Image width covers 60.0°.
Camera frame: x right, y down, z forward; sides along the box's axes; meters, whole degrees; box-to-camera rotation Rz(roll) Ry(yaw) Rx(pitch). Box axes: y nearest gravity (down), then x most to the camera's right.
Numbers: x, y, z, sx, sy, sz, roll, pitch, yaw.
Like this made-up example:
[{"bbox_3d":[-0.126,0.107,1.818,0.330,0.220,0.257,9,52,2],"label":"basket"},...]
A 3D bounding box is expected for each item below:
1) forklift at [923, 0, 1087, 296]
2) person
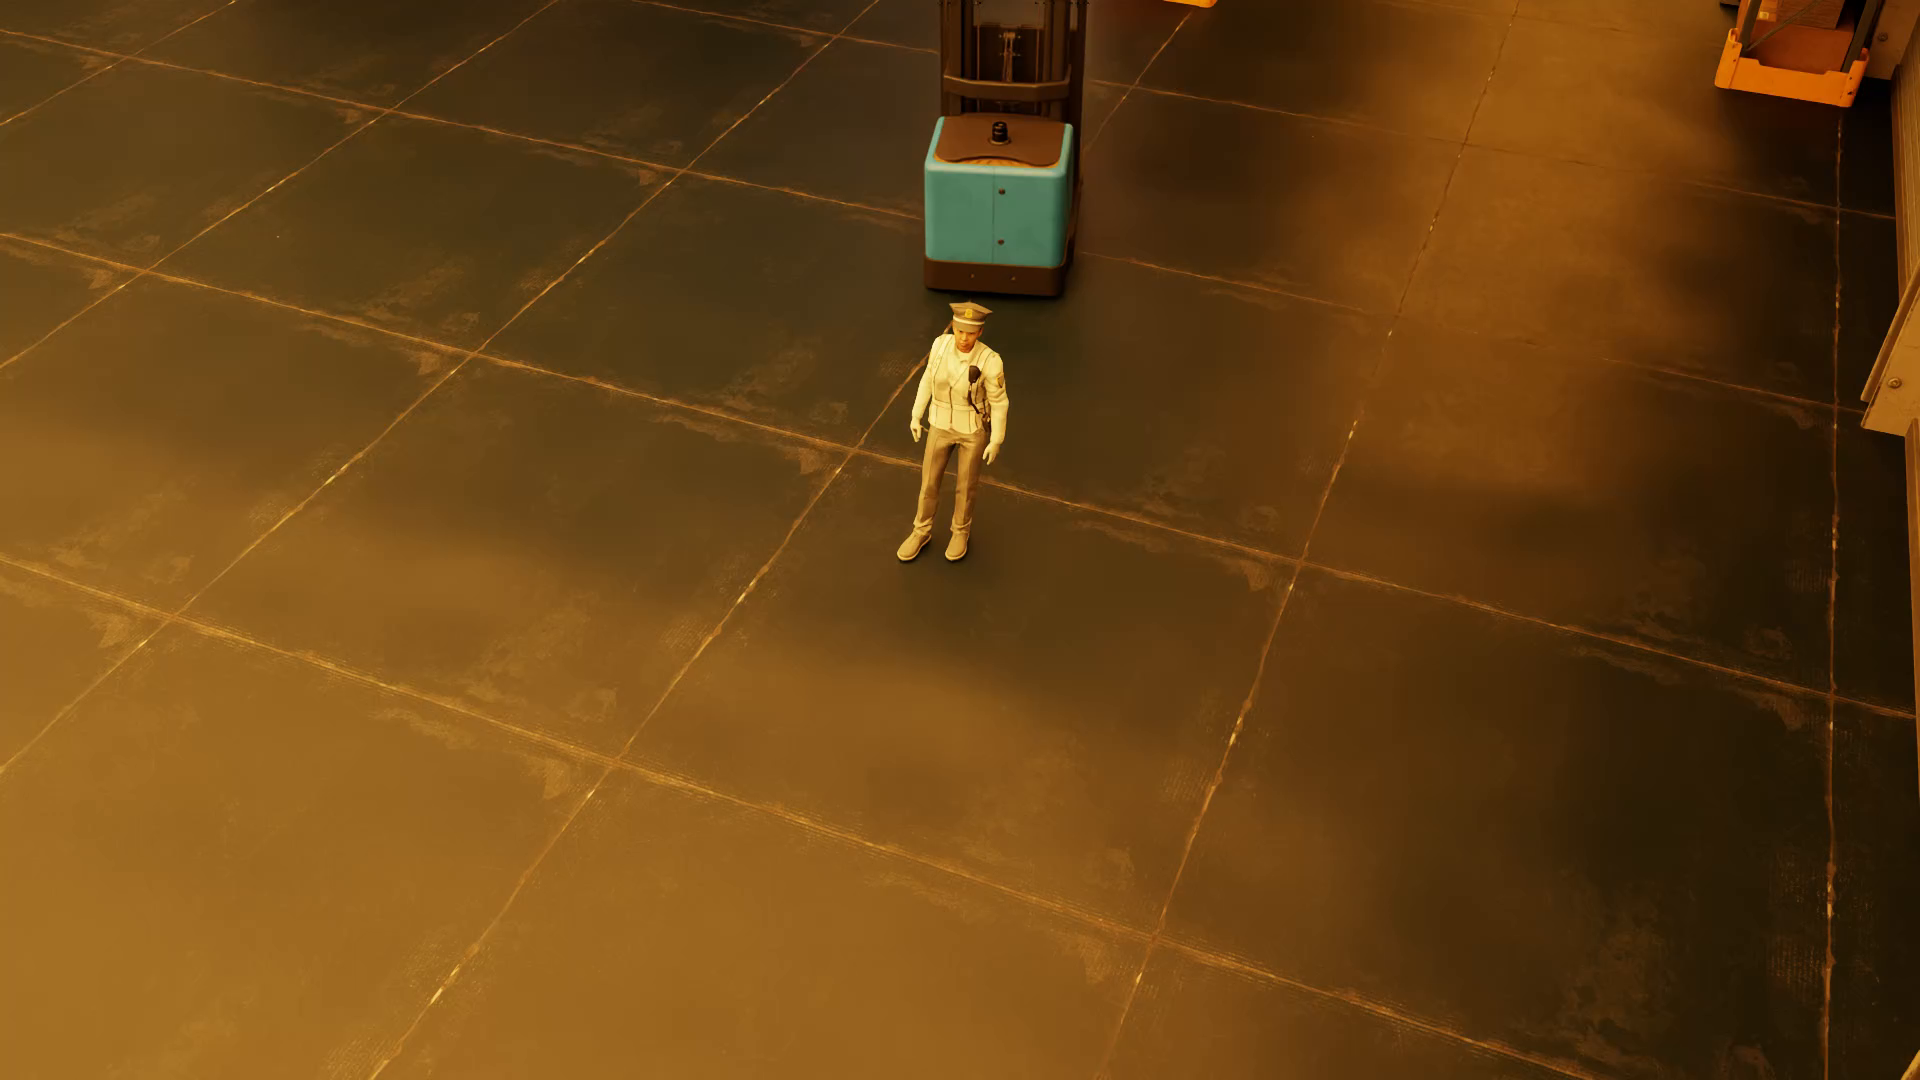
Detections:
[{"bbox_3d":[0.423,-3.876,12.637,1.130,2.935,3.031,5,40,5],"label":"forklift"},{"bbox_3d":[-0.033,-0.616,9.695,0.587,1.694,0.530,15,42,17],"label":"person"}]
